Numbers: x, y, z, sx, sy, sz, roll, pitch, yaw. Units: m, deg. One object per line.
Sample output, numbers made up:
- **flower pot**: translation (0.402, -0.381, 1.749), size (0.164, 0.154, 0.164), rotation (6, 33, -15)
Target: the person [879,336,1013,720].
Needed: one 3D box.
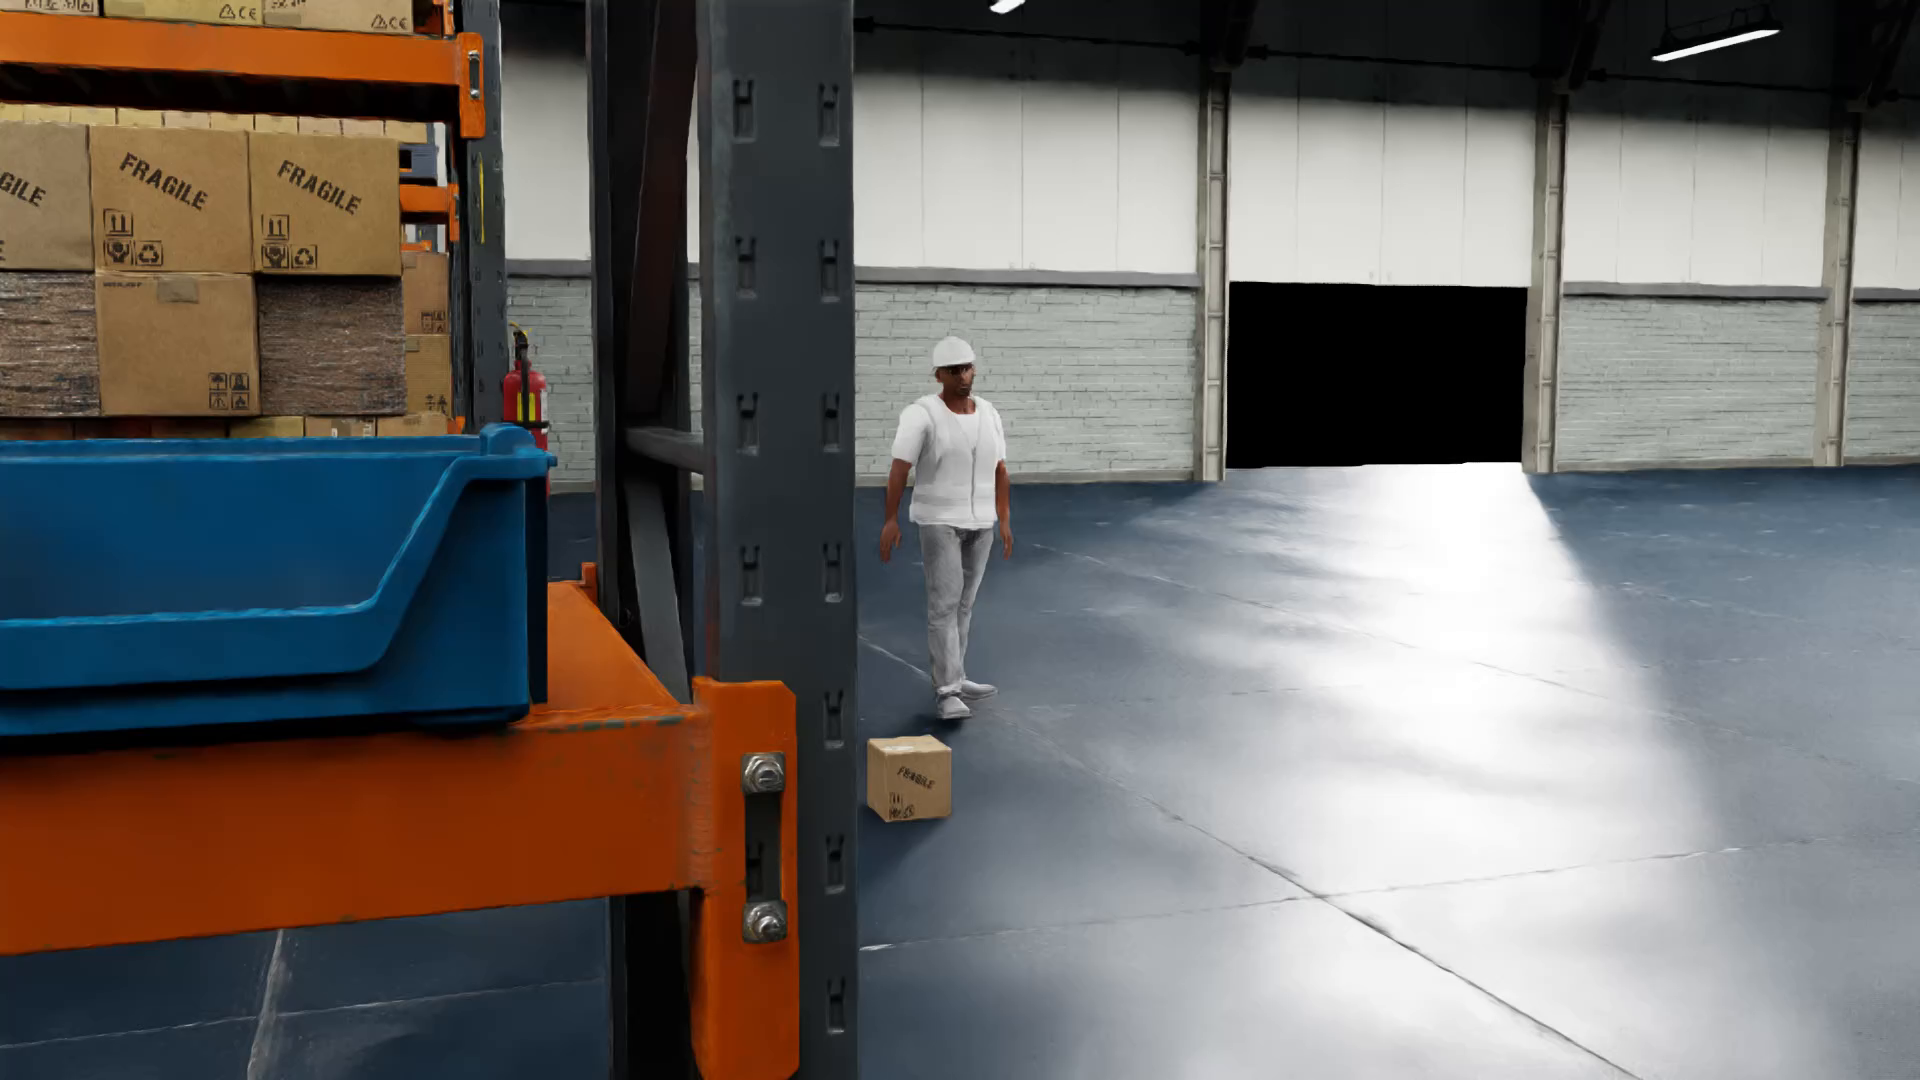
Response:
- **person**: translation (-0.027, -0.063, 7.757), size (0.730, 1.765, 0.631), rotation (-4, 7, -37)
